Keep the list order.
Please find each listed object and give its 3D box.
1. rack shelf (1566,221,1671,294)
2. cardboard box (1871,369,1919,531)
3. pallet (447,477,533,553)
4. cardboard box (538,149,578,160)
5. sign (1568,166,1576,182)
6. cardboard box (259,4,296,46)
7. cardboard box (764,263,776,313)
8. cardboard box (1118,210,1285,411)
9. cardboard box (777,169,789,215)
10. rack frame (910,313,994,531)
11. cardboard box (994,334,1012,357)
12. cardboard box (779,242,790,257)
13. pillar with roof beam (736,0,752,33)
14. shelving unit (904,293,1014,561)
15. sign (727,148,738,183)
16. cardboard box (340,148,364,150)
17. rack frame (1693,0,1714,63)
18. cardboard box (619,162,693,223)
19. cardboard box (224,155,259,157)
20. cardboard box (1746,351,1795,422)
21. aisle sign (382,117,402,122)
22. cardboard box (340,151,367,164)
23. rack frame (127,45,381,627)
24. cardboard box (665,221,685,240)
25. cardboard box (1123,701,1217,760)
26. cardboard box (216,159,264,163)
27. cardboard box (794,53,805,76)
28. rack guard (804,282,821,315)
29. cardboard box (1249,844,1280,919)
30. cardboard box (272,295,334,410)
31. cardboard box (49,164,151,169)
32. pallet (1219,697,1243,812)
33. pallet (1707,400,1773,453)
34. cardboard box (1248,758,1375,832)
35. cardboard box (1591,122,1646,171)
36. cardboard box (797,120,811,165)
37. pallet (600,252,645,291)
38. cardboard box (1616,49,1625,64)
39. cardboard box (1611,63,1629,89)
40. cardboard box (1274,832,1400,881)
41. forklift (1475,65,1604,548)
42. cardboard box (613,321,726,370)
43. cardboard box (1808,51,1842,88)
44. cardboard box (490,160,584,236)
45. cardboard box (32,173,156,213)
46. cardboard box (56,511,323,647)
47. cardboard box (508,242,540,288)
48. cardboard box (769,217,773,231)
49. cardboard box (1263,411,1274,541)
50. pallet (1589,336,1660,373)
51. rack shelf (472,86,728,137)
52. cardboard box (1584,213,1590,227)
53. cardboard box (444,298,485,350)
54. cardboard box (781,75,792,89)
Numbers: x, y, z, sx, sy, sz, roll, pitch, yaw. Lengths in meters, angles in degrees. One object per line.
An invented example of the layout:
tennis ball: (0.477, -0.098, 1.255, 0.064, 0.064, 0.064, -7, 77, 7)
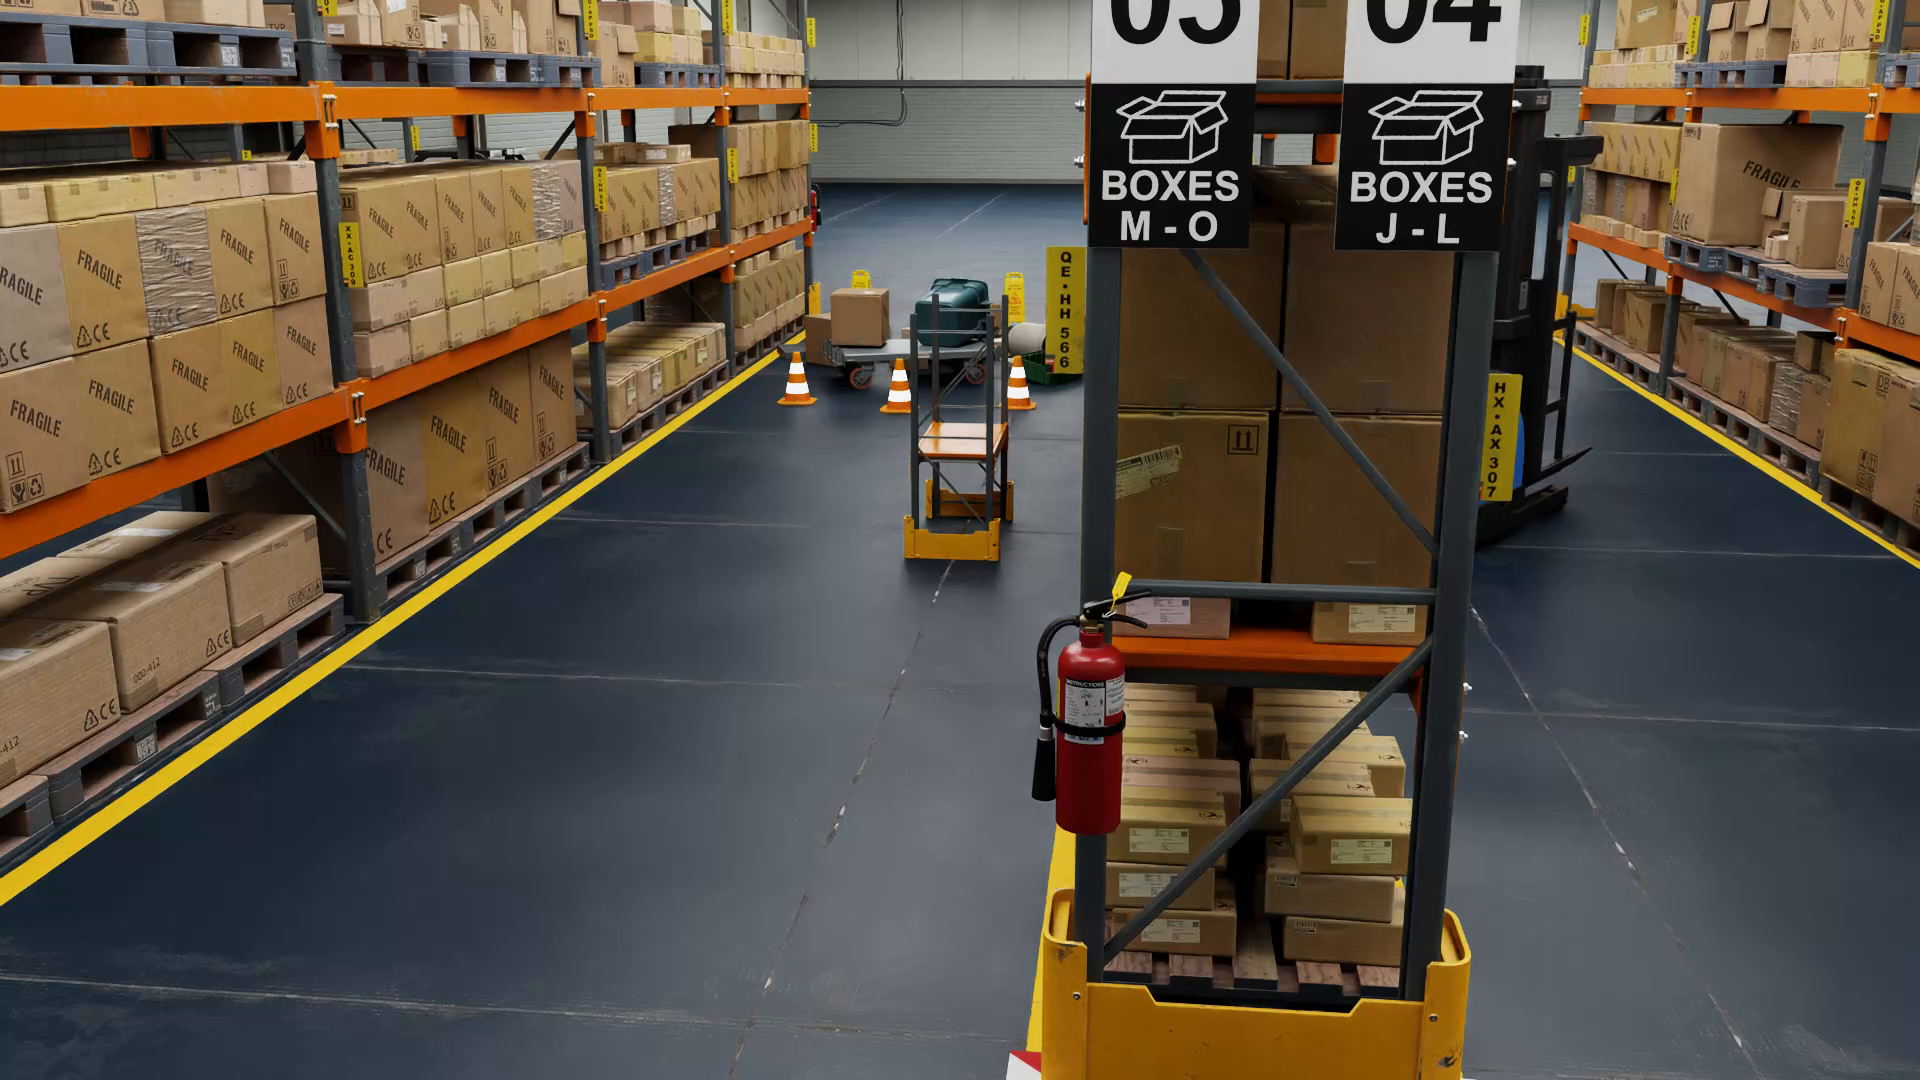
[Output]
rack shelf: (7.317, -2.968, 17.269, 1.077, 0.370, 4.000, 2, 15, 6)
cardboard box: (6.433, -0.527, 10.129, 1.225, 0.875, 0.875, 2, 15, 6)
pallet: (-3.511, -0.187, 10.949, 1.003, 0.211, 1.213, 2, 15, 6)
cardboard box: (-3.303, -3.191, 13.908, 0.380, 0.149, 0.250, 1, 15, 4)
sign: (7.003, -4.268, 19.040, 0.100, 0.325, 0.005, 2, 15, 6)
cardboard box: (-3.768, -2.856, 9.097, 0.500, 0.311, 0.500, 2, 15, 6)
cardboard box: (-2.312, -2.744, 18.091, 0.500, 0.500, 0.500, 3, 15, 9)
cardboard box: (0.625, -0.657, 4.668, 0.500, 0.500, 0.500, 1, 15, 5)
cardboard box: (-2.213, -3.909, 18.611, 0.500, 0.500, 0.500, 2, 15, 6)
rack frame: (-0.048, -0.614, 10.061, 0.500, 1.500, 0.032, 2, 15, 6)
cardboard box: (0.538, -2.149, 18.100, 0.396, 0.266, 0.258, 4, 16, 16)
cardboard box: (-2.142, -3.298, 18.898, 0.380, 0.149, 0.250, 2, 15, 7)
pillar with roof beam: (-1.225, -13.111, 41.909, 9.100, 9.000, 0.400, 2, 15, 6)
shelving unit: (0.009, -0.744, 10.539, 0.587, 1.500, 1.083, 2, 15, 6)
sign: (-2.204, -3.632, 16.128, 0.100, 0.325, 0.005, 2, 15, 6)
cardboard box: (-7.487, -4.695, 20.275, 0.380, 0.149, 0.250, 1, 15, 5)
rack frame: (7.091, -5.692, 14.474, 1.000, 3.000, 0.127, 2, 15, 6)
cardboard box: (-2.699, -3.094, 14.792, 0.500, 0.500, 0.500, 2, 15, 8)
cardboard box: (-7.851, -4.097, 18.061, 0.380, 0.149, 0.250, 1, 15, 5)
cardboard box: (6.802, -1.230, 13.412, 0.700, 0.500, 0.500, 3, 15, 11)
aisle sign: (-6.937, -5.534, 20.402, 0.394, 0.787, 0.004, 2, 15, 6)
cardboard box: (-7.088, -4.410, 19.221, 0.380, 0.149, 0.250, 2, 15, 8)
rack frame: (-3.658, -1.013, 8.663, 1.000, 3.000, 0.127, 2, 15, 6)
cardboard box: (-2.669, -2.764, 14.814, 0.380, 0.149, 0.250, 2, 15, 6)
cardboard box: (0.709, 0.686, 5.898, 0.380, 0.149, 0.250, 1, 15, 4)
cardboard box: (-7.357, -3.812, 17.010, 0.380, 0.149, 0.250, 2, 15, 7)
cardboard box: (-2.094, -5.504, 19.242, 0.500, 0.250, 0.500, 2, 15, 6)
rack guard: (-2.313, -2.899, 20.427, 1.175, 0.500, 0.348, 2, 15, 6)
cardboard box: (1.145, 1.120, 5.429, 0.380, 0.149, 0.250, 2, 15, 6)
cardboard box: (-3.457, -0.934, 8.177, 0.500, 0.500, 0.500, 2, 15, 7)
cardboard box: (-3.952, -1.649, 7.663, 0.380, 0.149, 0.250, 2, 15, 6)
pallet: (1.096, 0.945, 6.763, 1.003, 0.211, 1.213, 2, 15, 6)
pallet: (6.869, -0.931, 13.701, 1.003, 0.211, 1.213, 2, 15, 6)
cardboard box: (1.128, 0.829, 5.367, 0.380, 0.149, 0.250, 2, 15, 7)
cardboard box: (7.146, -4.244, 17.935, 0.500, 0.500, 0.500, 2, 15, 6)
cardboard box: (-2.145, -4.661, 19.477, 0.700, 0.500, 0.500, 1, 15, 5)
pallet: (-3.232, -2.146, 13.220, 1.213, 0.211, 1.003, 2, 15, 6)
cardboard box: (7.117, -5.072, 17.451, 0.380, 0.149, 0.250, 2, 15, 6)
cardboard box: (7.119, -4.830, 17.318, 0.500, 0.250, 0.500, 2, 15, 6)
cardboard box: (1.221, 0.976, 5.394, 0.380, 0.149, 0.250, 2, 15, 6)
forklift: (3.525, -1.648, 11.143, 1.130, 2.935, 3.031, 12, 19, 37)
cardboard box: (-2.812, -1.886, 16.121, 0.950, 0.372, 0.625, 2, 15, 7)
cardboard box: (6.492, -3.394, 12.009, 0.500, 0.250, 0.500, 2, 15, 6)
cardboard box: (-3.005, -2.440, 11.832, 0.500, 0.500, 0.500, 1, 15, 5)
cardboard box: (-3.584, -1.438, 6.886, 0.380, 0.149, 0.250, 1, 15, 5)
cardboard box: (-3.836, 0.180, 8.352, 0.875, 0.438, 0.875, 1, 15, 5)
cardboard box: (-3.101, -1.820, 10.976, 0.500, 0.250, 0.500, 1, 15, 5)
cardboard box: (-2.247, -3.437, 18.107, 0.380, 0.149, 0.250, 2, 15, 6)
cardboard box: (1.180, -0.296, 5.249, 0.500, 0.500, 0.500, 2, 15, 6)
pallet: (7.267, -1.943, 17.443, 1.003, 0.211, 1.213, 2, 15, 6)
rack shelf: (-2.981, -3.670, 14.121, 1.077, 0.370, 4.000, 2, 15, 6)
cardboard box: (7.226, -3.581, 18.641, 0.380, 0.149, 0.250, 2, 15, 6)
cardboard box: (-3.216, -1.314, 10.062, 0.500, 0.250, 0.500, 2, 15, 6)
cardboard box: (-2.126, -5.218, 18.948, 0.380, 0.149, 0.250, 2, 15, 8)
